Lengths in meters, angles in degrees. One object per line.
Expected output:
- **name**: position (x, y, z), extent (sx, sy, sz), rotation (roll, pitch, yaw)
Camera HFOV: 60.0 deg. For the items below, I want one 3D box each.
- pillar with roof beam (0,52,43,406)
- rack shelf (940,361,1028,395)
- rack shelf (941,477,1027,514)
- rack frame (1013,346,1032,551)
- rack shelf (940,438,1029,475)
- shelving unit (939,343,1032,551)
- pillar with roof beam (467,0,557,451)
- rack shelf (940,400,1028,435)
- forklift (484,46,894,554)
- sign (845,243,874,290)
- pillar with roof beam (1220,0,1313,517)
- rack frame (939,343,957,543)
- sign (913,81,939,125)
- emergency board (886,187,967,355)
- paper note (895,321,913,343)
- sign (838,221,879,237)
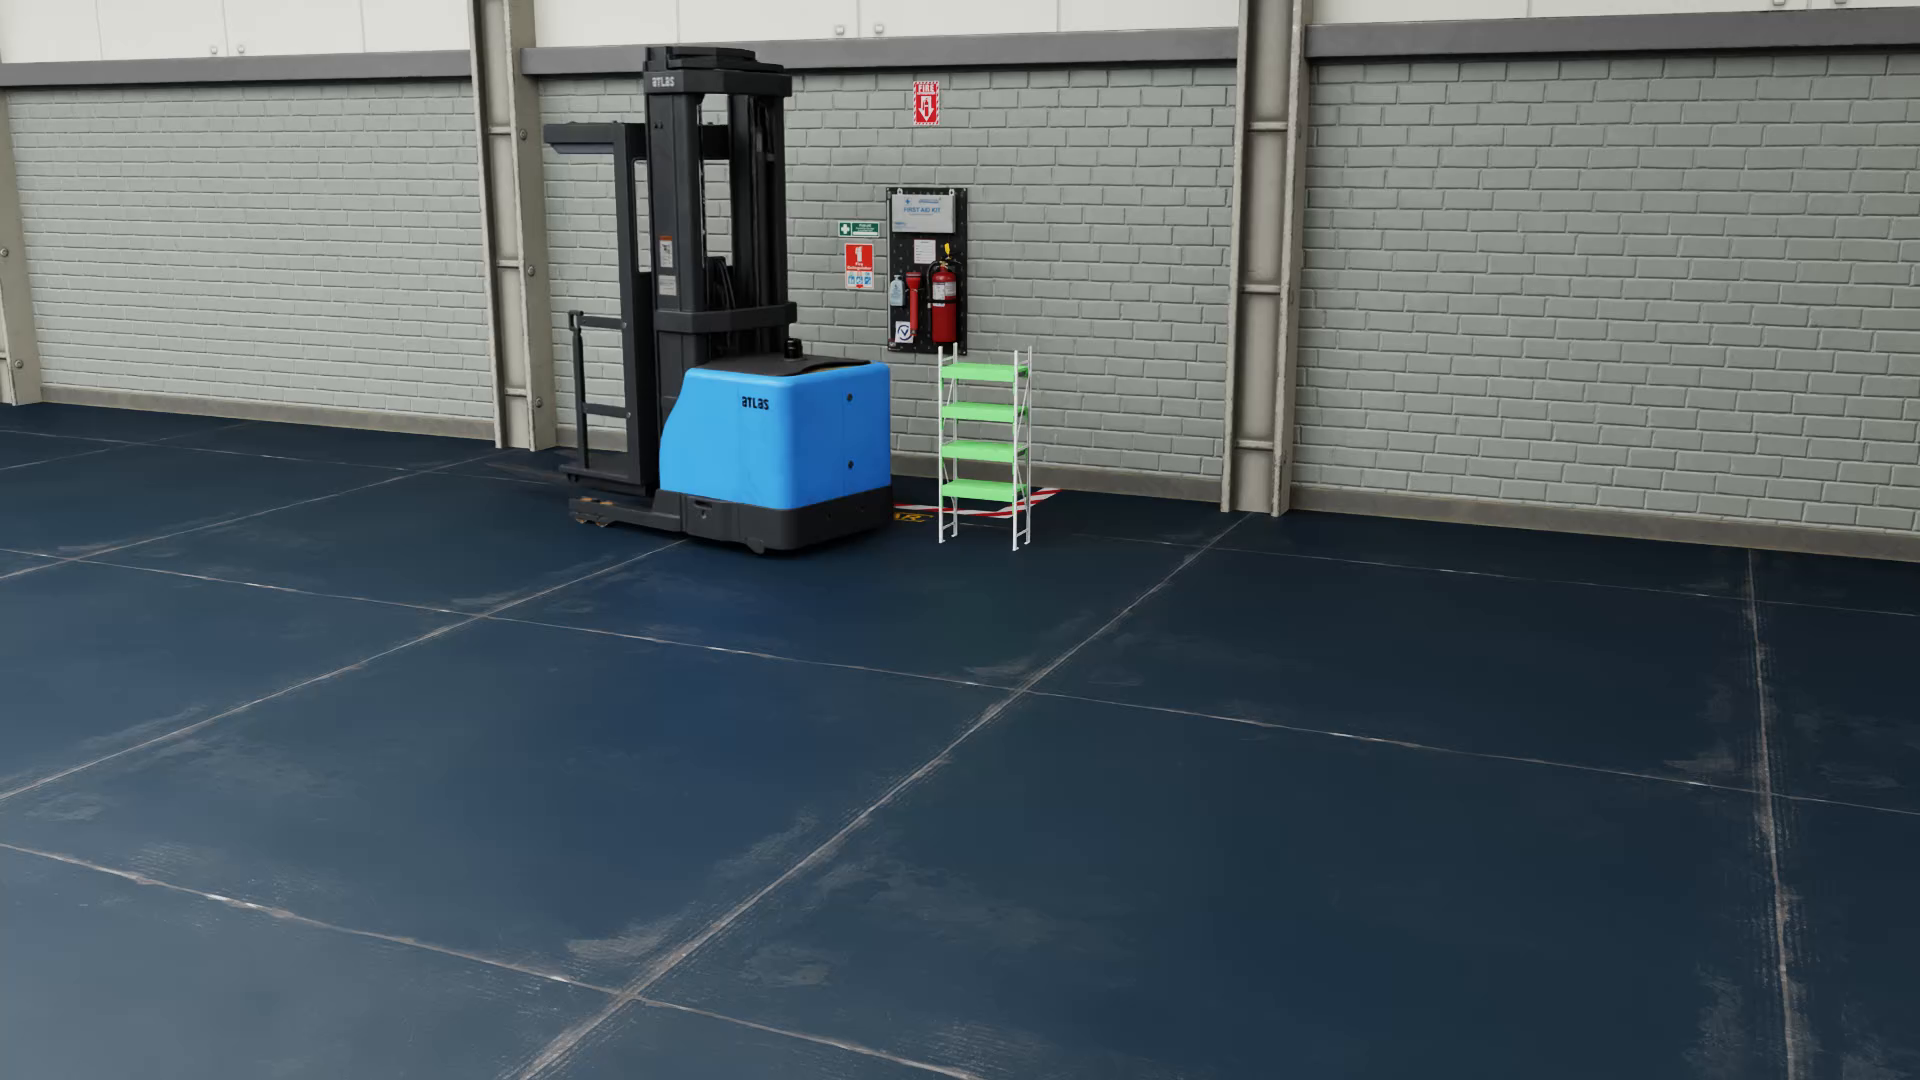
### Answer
- **pillar with roof beam**: position (-10.740, -4.796, 10.995), extent (0.400, 9.000, 9.100), rotation (6, 14, 23)
- **rack shelf**: position (0.151, -0.974, 9.957), extent (0.480, 0.148, 0.258), rotation (6, 14, 23)
- **rack shelf**: position (0.151, -0.273, 10.122), extent (0.480, 0.148, 0.258), rotation (6, 14, 23)
- **rack frame**: position (0.374, -0.546, 9.956), extent (0.015, 1.200, 0.240), rotation (6, 14, 23)
- **rack shelf**: position (0.151, -0.507, 10.067), extent (0.480, 0.148, 0.258), rotation (6, 14, 23)
- **shelving unit**: position (0.151, -0.569, 10.052), extent (0.503, 1.200, 0.258), rotation (6, 14, 23)
- **pillar with roof beam**: position (-5.254, -4.241, 8.629), extent (0.400, 9.000, 9.100), rotation (6, 14, 23)
- **rack shelf**: position (0.151, -0.740, 10.012), extent (0.480, 0.148, 0.258), rotation (6, 14, 23)
- **forklift**: position (-1.898, -1.592, 10.625), extent (3.031, 2.935, 1.130), rotation (10, 16, 36)
- **sign**: position (-0.732, -1.991, 12.094), extent (0.234, 0.329, 0.001), rotation (6, 14, 23)
- **pillar with roof beam**: position (0.232, -3.685, 6.263), extent (0.400, 9.000, 9.100), rotation (6, 14, 23)
- **rack frame**: position (-0.072, -0.591, 10.149), extent (0.015, 1.200, 0.240), rotation (6, 14, 23)
- **sign**: position (-0.236, -3.051, 11.615), extent (0.199, 0.298, 0.001), rotation (6, 14, 23)
- **emergency board**: position (-0.269, -1.901, 11.788), extent (0.643, 1.169, 0.194), rotation (6, 14, 23)
- **paper note**: position (-0.402, -1.503, 12.020), extent (0.142, 0.148, 0.016), rotation (6, 14, 23)
- **sign**: position (-0.732, -2.246, 12.024), extent (0.331, 0.109, 0.001), rotation (6, 14, 23)
